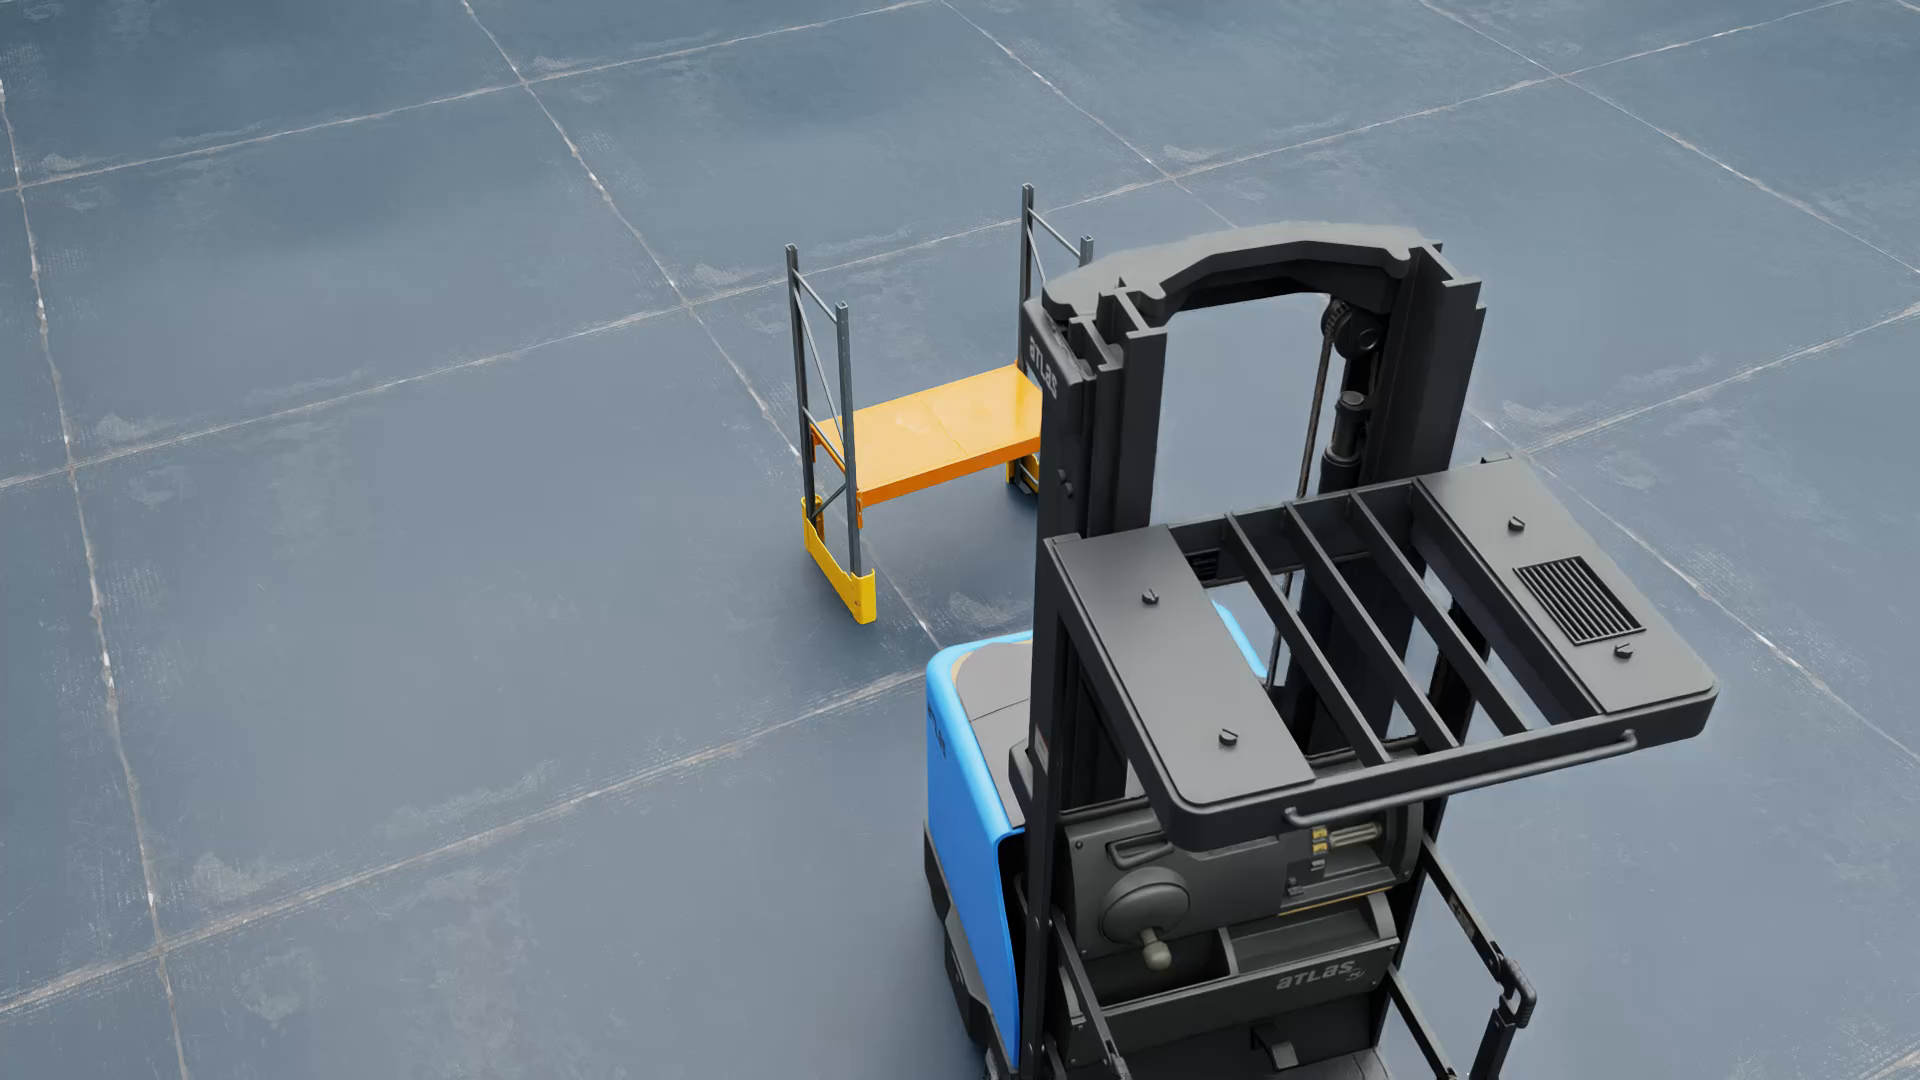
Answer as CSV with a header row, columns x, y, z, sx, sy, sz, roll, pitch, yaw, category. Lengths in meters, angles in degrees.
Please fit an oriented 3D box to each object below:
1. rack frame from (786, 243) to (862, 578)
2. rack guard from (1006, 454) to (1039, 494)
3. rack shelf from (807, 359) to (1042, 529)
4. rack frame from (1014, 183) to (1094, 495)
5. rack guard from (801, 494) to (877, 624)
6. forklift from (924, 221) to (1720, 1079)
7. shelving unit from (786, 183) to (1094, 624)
x,y,z,sx,sy,sz,roll,pitch,yaw,category
-0.527,-0.395,6.556,0.032,1.500,0.500,-19,44,-21,rack frame
0.374,-0.221,7.318,0.087,0.250,0.587,-19,44,-21,rack guard
-0.076,-0.410,6.852,1.000,0.185,0.538,-19,44,-21,rack shelf
0.375,-0.699,6.915,0.032,1.500,0.500,-19,44,-21,rack frame
-0.509,0.076,6.967,0.087,0.250,0.587,-19,44,-21,rack guard
0.774,0.874,3.949,1.130,2.935,3.031,-11,41,-12,forklift
-0.068,-0.550,6.739,1.083,1.500,0.587,-19,44,-21,shelving unit
